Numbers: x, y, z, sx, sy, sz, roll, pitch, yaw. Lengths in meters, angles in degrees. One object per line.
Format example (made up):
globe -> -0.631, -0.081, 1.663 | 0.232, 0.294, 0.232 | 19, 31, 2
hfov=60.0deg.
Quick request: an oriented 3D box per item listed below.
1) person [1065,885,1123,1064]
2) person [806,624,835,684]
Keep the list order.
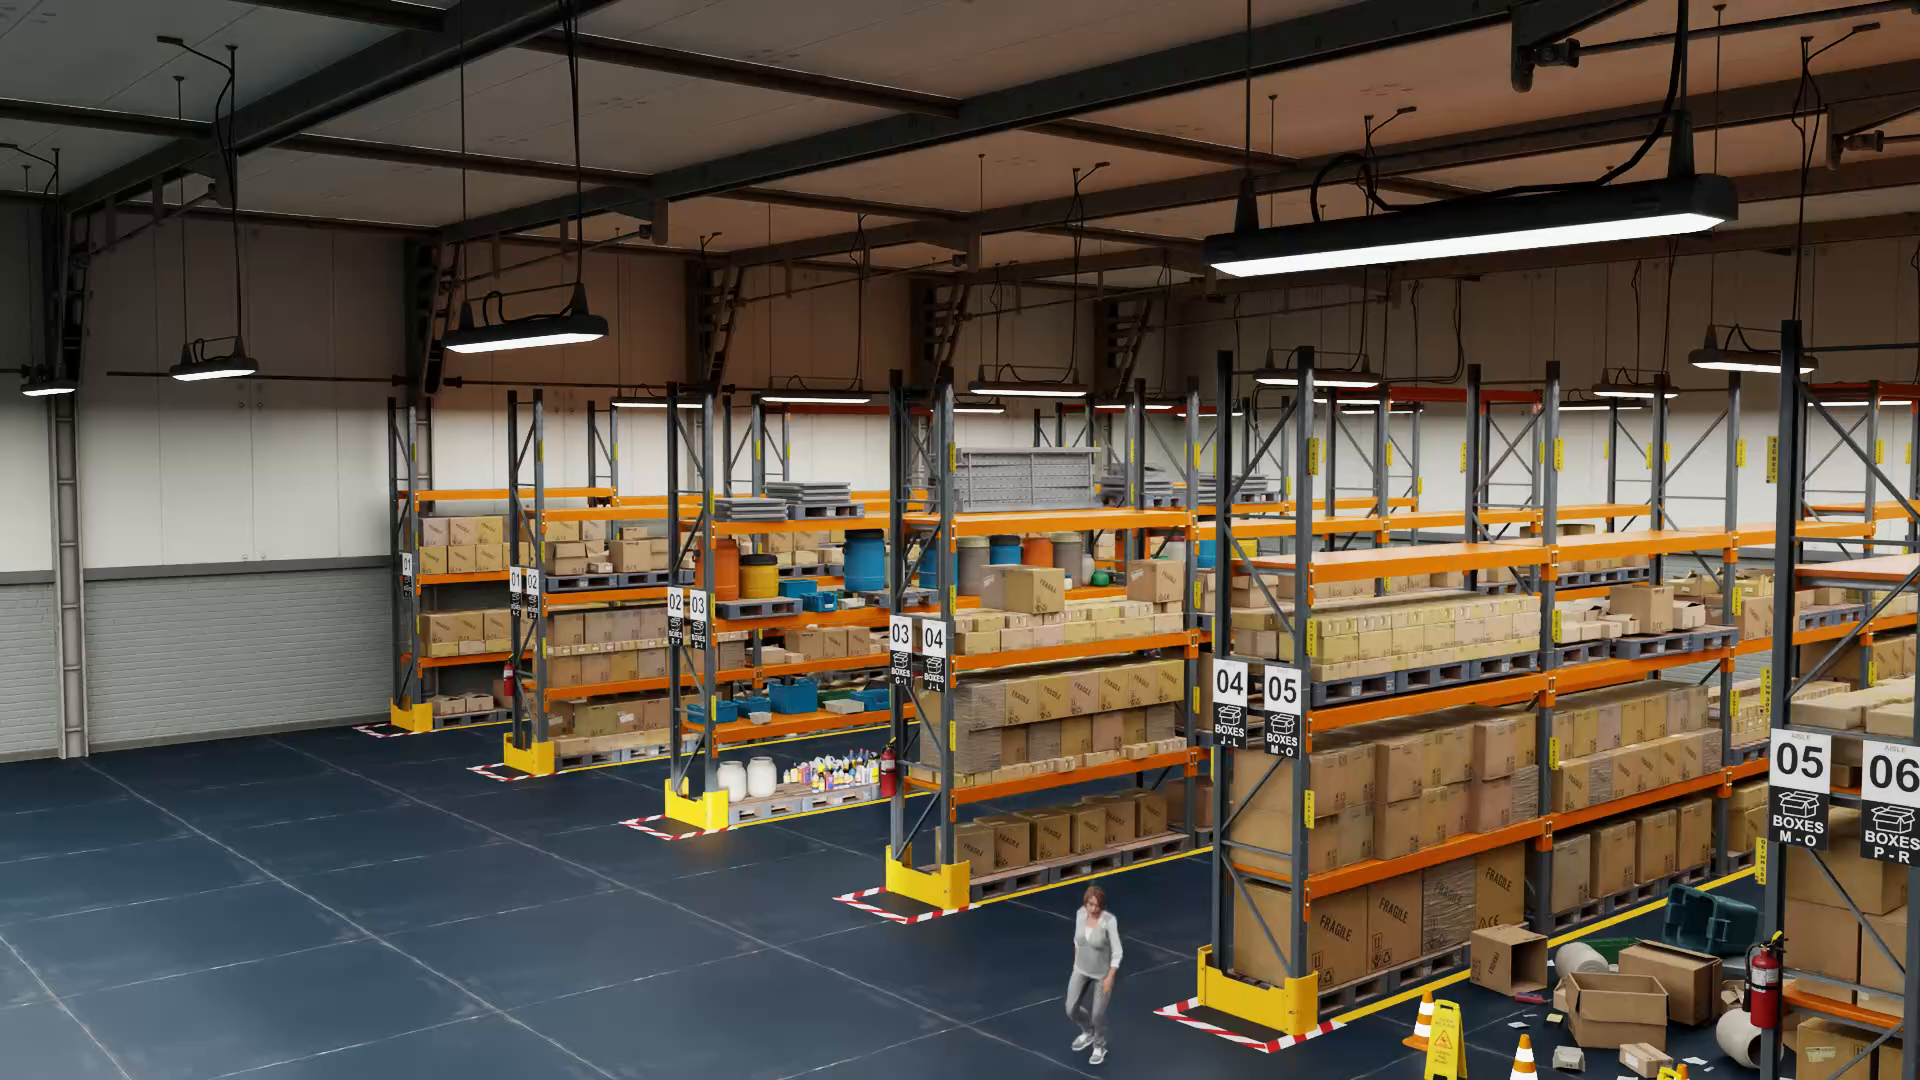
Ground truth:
person -> 1.110, 3.603, 13.732 | 0.540, 1.547, 0.603 | 2, 4, 26
person -> -2.782, 2.424, 33.039 | 0.714, 1.695, 0.988 | 2, 4, 35
